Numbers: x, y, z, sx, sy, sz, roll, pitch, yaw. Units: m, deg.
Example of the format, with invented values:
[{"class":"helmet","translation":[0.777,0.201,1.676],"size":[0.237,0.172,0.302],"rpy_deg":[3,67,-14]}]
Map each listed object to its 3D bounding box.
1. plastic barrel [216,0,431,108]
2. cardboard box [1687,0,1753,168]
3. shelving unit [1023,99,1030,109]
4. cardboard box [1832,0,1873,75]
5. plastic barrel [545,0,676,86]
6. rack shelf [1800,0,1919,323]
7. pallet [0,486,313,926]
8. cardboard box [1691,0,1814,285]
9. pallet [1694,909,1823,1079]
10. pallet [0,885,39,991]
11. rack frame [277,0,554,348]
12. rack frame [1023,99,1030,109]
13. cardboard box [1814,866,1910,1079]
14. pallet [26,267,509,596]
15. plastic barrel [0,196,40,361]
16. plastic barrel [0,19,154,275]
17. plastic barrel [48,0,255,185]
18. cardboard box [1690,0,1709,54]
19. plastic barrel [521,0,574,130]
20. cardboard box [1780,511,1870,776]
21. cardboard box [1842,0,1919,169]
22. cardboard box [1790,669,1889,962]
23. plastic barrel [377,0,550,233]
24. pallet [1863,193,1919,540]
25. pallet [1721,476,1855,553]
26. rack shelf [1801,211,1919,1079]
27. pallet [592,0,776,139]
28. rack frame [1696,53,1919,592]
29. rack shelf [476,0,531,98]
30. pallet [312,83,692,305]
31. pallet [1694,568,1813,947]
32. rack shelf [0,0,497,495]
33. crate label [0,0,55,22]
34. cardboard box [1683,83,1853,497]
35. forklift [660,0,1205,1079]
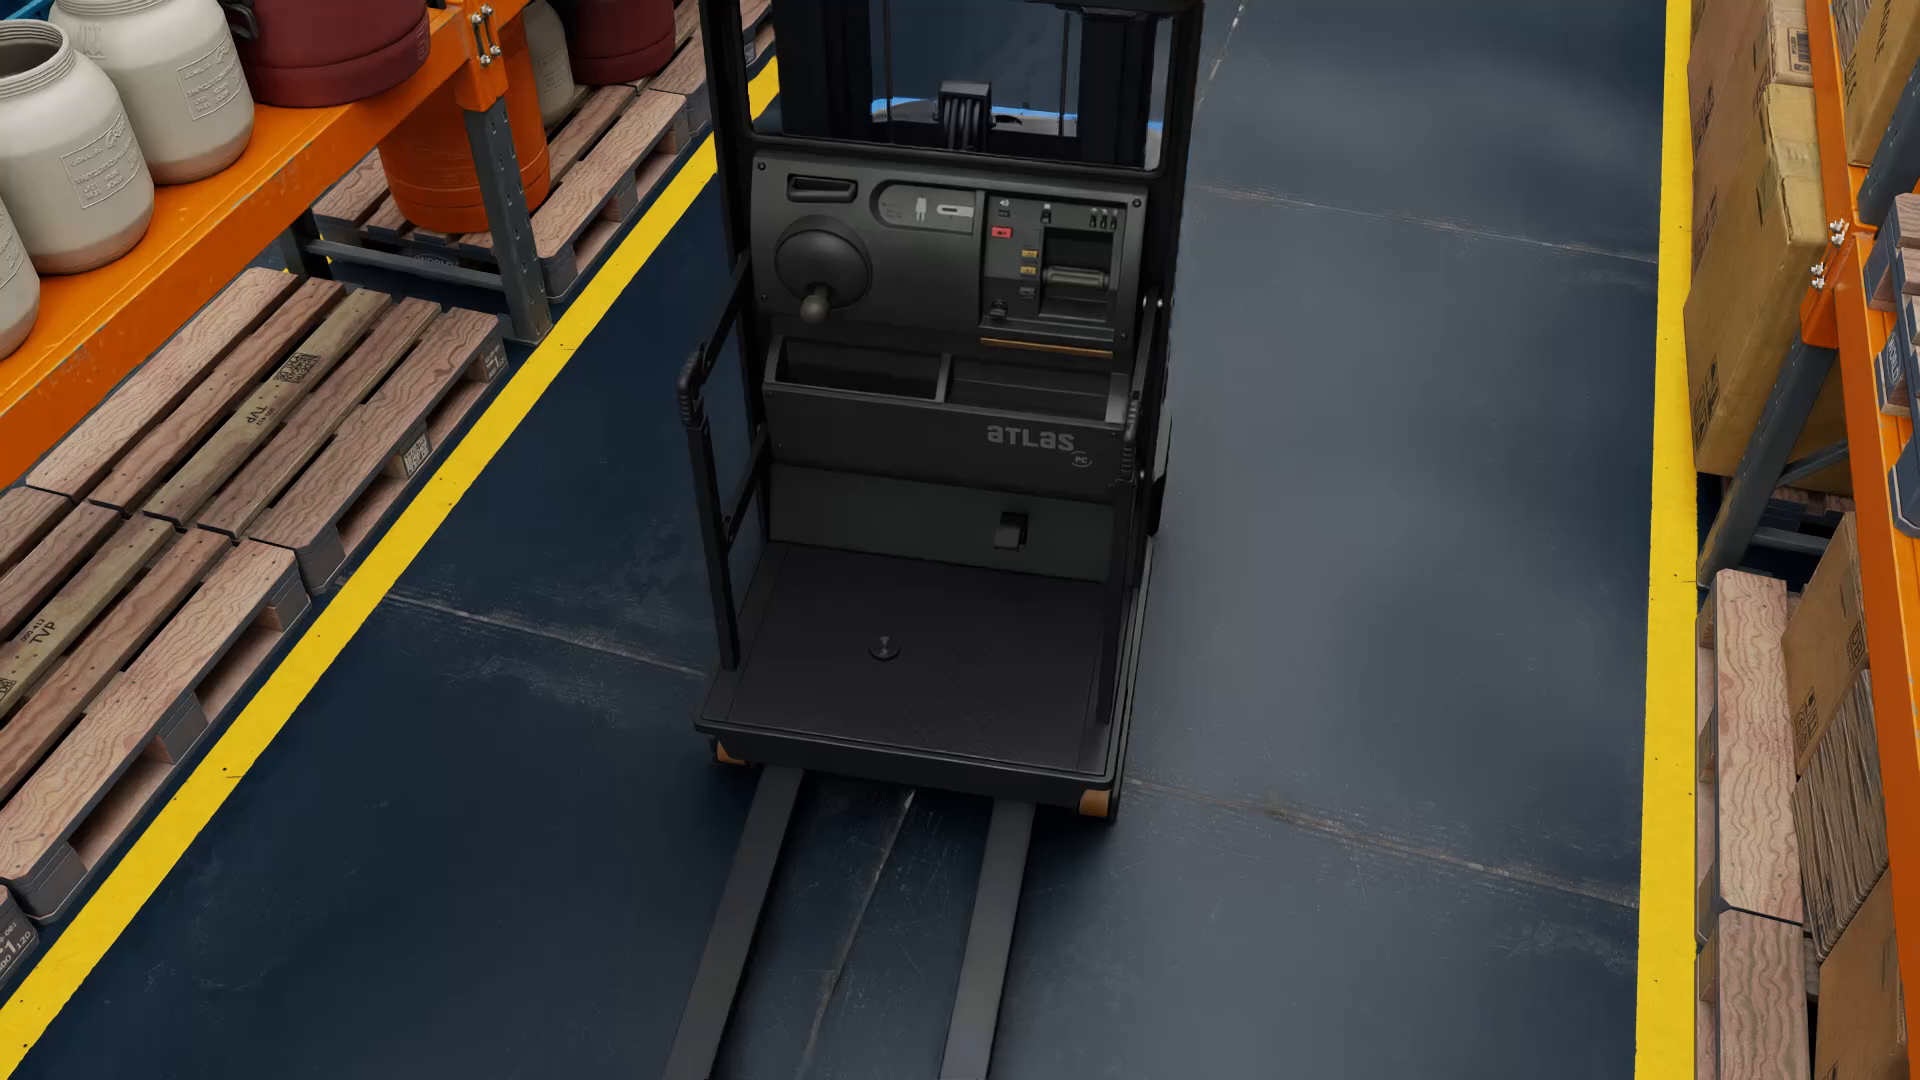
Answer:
[{"class":"plastic barrel","translation":[-1.821,-1.583,4.625],"size":[0.600,0.536,0.708],"rpy_deg":[13,46,13]},{"class":"cardboard box","translation":[3.518,-1.889,6.254],"size":[1.225,0.875,0.875],"rpy_deg":[11,45,11]},{"class":"shelving unit","translation":[0.283,-1.008,5.625],"size":[0.258,0.900,0.210],"rpy_deg":[12,40,12]},{"class":"cardboard box","translation":[2.821,-1.607,4.676],"size":[0.500,0.500,0.500],"rpy_deg":[12,46,12]},{"class":"plastic barrel","translation":[-1.495,-2.278,6.857],"size":[0.600,0.588,0.708],"rpy_deg":[13,46,13]},{"class":"rack shelf","translation":[3.357,-1.934,5.596],"size":[1.077,0.370,4.000],"rpy_deg":[13,46,13]},{"class":"pallet","translation":[-2.612,0.408,4.682],"size":[1.003,0.211,1.213],"rpy_deg":[13,46,13]},{"class":"cardboard box","translation":[3.258,-1.297,5.650],"size":[1.225,0.875,0.875],"rpy_deg":[13,46,13]},{"class":"pallet","translation":[2.142,1.469,3.597],"size":[1.003,0.211,1.213],"rpy_deg":[13,46,13]},{"class":"pallet","translation":[-2.979,1.224,3.848],"size":[1.003,0.211,1.213],"rpy_deg":[13,46,13]},{"class":"rack frame","translation":[-1.969,-1.907,5.055],"size":[1.000,3.000,0.127],"rpy_deg":[13,46,13]},{"class":"rack frame","translation":[0.312,-1.069,5.701],"size":[0.240,0.900,0.006],"rpy_deg":[12,40,12]},{"class":"cardboard box","translation":[2.247,1.080,3.474],"size":[0.700,0.500,0.500],"rpy_deg":[16,47,16]},{"class":"pallet","translation":[-2.240,-0.403,5.511],"size":[1.003,0.211,1.213],"rpy_deg":[13,46,13]},{"class":"plastic barrel","translation":[-2.328,-0.658,3.681],"size":[0.433,0.535,0.433],"rpy_deg":[0,44,0]},{"class":"plastic barrel","translation":[-2.204,-0.936,3.982],"size":[0.421,0.512,0.421],"rpy_deg":[0,44,0]},{"class":"plastic barrel","translation":[-2.077,-1.216,4.268],"size":[0.421,0.512,0.421],"rpy_deg":[0,44,0]},{"class":"cardboard box","translation":[3.788,-2.484,6.863],"size":[1.225,0.875,0.875],"rpy_deg":[13,46,13]},{"class":"plastic barrel","translation":[-1.751,-1.893,6.519],"size":[0.421,0.512,0.421],"rpy_deg":[0,44,0]},{"class":"cardboard box","translation":[2.568,0.329,4.242],"size":[0.700,0.500,0.500],"rpy_deg":[10,45,10]},{"class":"cardboard box","translation":[2.665,-1.276,4.337],"size":[0.500,0.500,0.500],"rpy_deg":[14,46,14]},{"class":"cardboard box","translation":[2.412,0.701,3.862],"size":[0.700,0.500,0.500],"rpy_deg":[9,45,9]},{"class":"plastic barrel","translation":[-1.837,-1.612,6.004],"size":[0.600,0.830,0.708],"rpy_deg":[13,46,13]},{"class":"pallet","translation":[2.637,-0.292,3.541],"size":[1.213,0.211,1.003],"rpy_deg":[13,46,13]},{"class":"pallet","translation":[3.062,-0.371,5.478],"size":[1.003,0.211,1.213],"rpy_deg":[13,46,13]},{"class":"rack shelf","translation":[2.146,0.732,2.872],"size":[1.077,0.370,4.000],"rpy_deg":[13,46,13]},{"class":"pallet","translation":[-1.399,-2.256,7.404],"size":[1.003,0.211,1.213],"rpy_deg":[13,46,13]},{"class":"rack frame","translation":[2.752,-0.858,3.982],"size":[1.000,3.000,0.127],"rpy_deg":[13,46,13]},{"class":"rack shelf","translation":[-1.363,-2.983,6.668],"size":[1.077,0.370,4.000],"rpy_deg":[13,46,13]},{"class":"pallet","translation":[-1.770,-1.445,6.576],"size":[1.003,0.211,1.213],"rpy_deg":[13,46,13]},{"class":"pallet","translation":[2.513,0.659,4.426],"size":[1.003,0.211,1.213],"rpy_deg":[13,46,13]},{"class":"rack shelf","translation":[-2.575,-0.317,3.944],"size":[1.077,0.370,4.000],"rpy_deg":[13,46,13]},{"class":"crate label","translation":[-2.527,-1.315,4.424],"size":[0.502,0.435,0.616],"rpy_deg":[13,46,13]},{"class":"cardboard box","translation":[2.980,-0.705,5.044],"size":[1.225,0.875,0.875],"rpy_deg":[11,45,11]},{"class":"forklift","translation":[-0.071,-0.583,3.750],"size":[1.130,2.935,3.031],"rpy_deg":[7,45,7]}]
